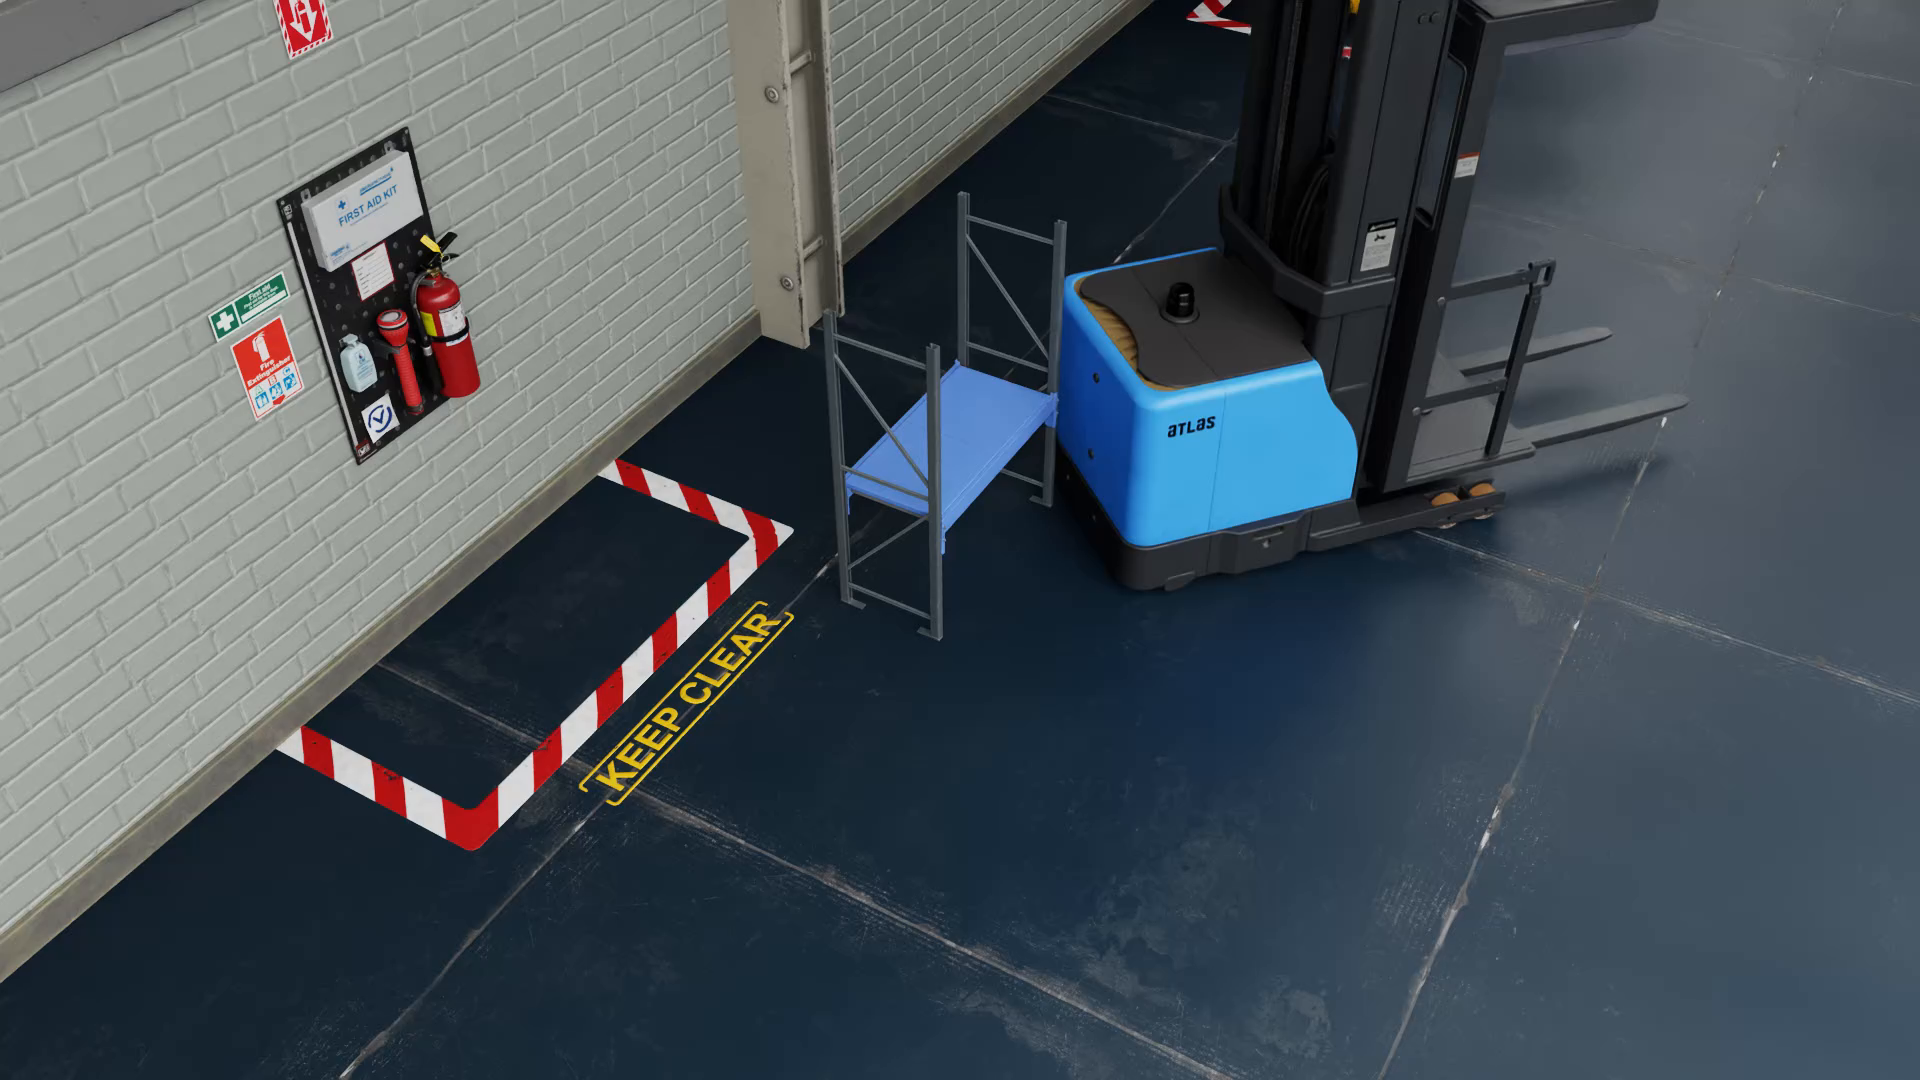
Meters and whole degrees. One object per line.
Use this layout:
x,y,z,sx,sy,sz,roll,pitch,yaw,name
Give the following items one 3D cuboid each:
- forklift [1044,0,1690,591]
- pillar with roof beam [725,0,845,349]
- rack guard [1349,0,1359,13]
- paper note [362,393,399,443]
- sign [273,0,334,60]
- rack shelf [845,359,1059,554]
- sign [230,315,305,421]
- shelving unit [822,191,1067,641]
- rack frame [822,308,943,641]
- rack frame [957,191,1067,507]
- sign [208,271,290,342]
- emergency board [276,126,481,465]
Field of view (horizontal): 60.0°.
1.972,-1.469,7.016,3.031,2.935,1.130,-13,43,-15,forklift
2.880,-3.115,4.294,9.100,9.000,0.400,21,45,22,pillar with roof beam
2.592,-4.139,11.888,1.175,0.500,0.348,21,45,22,rack guard
-2.265,-0.477,6.504,0.016,0.148,0.142,21,45,22,paper note
-2.207,-1.784,5.568,0.001,0.298,0.199,21,45,22,sign
-0.043,-0.379,7.133,0.538,0.185,1.000,21,45,22,rack shelf
-2.483,-0.617,5.970,0.001,0.329,0.234,21,45,22,sign
-0.043,-0.514,7.014,0.538,1.500,1.048,21,45,22,shelving unit
-0.297,-0.223,6.684,0.500,1.500,0.032,21,45,22,rack frame
0.212,-0.805,7.345,0.500,1.500,0.032,21,45,22,rack frame
-2.473,-0.816,5.794,0.001,0.109,0.331,21,45,22,sign
-2.117,-0.886,6.302,0.194,1.169,0.643,21,45,22,emergency board
